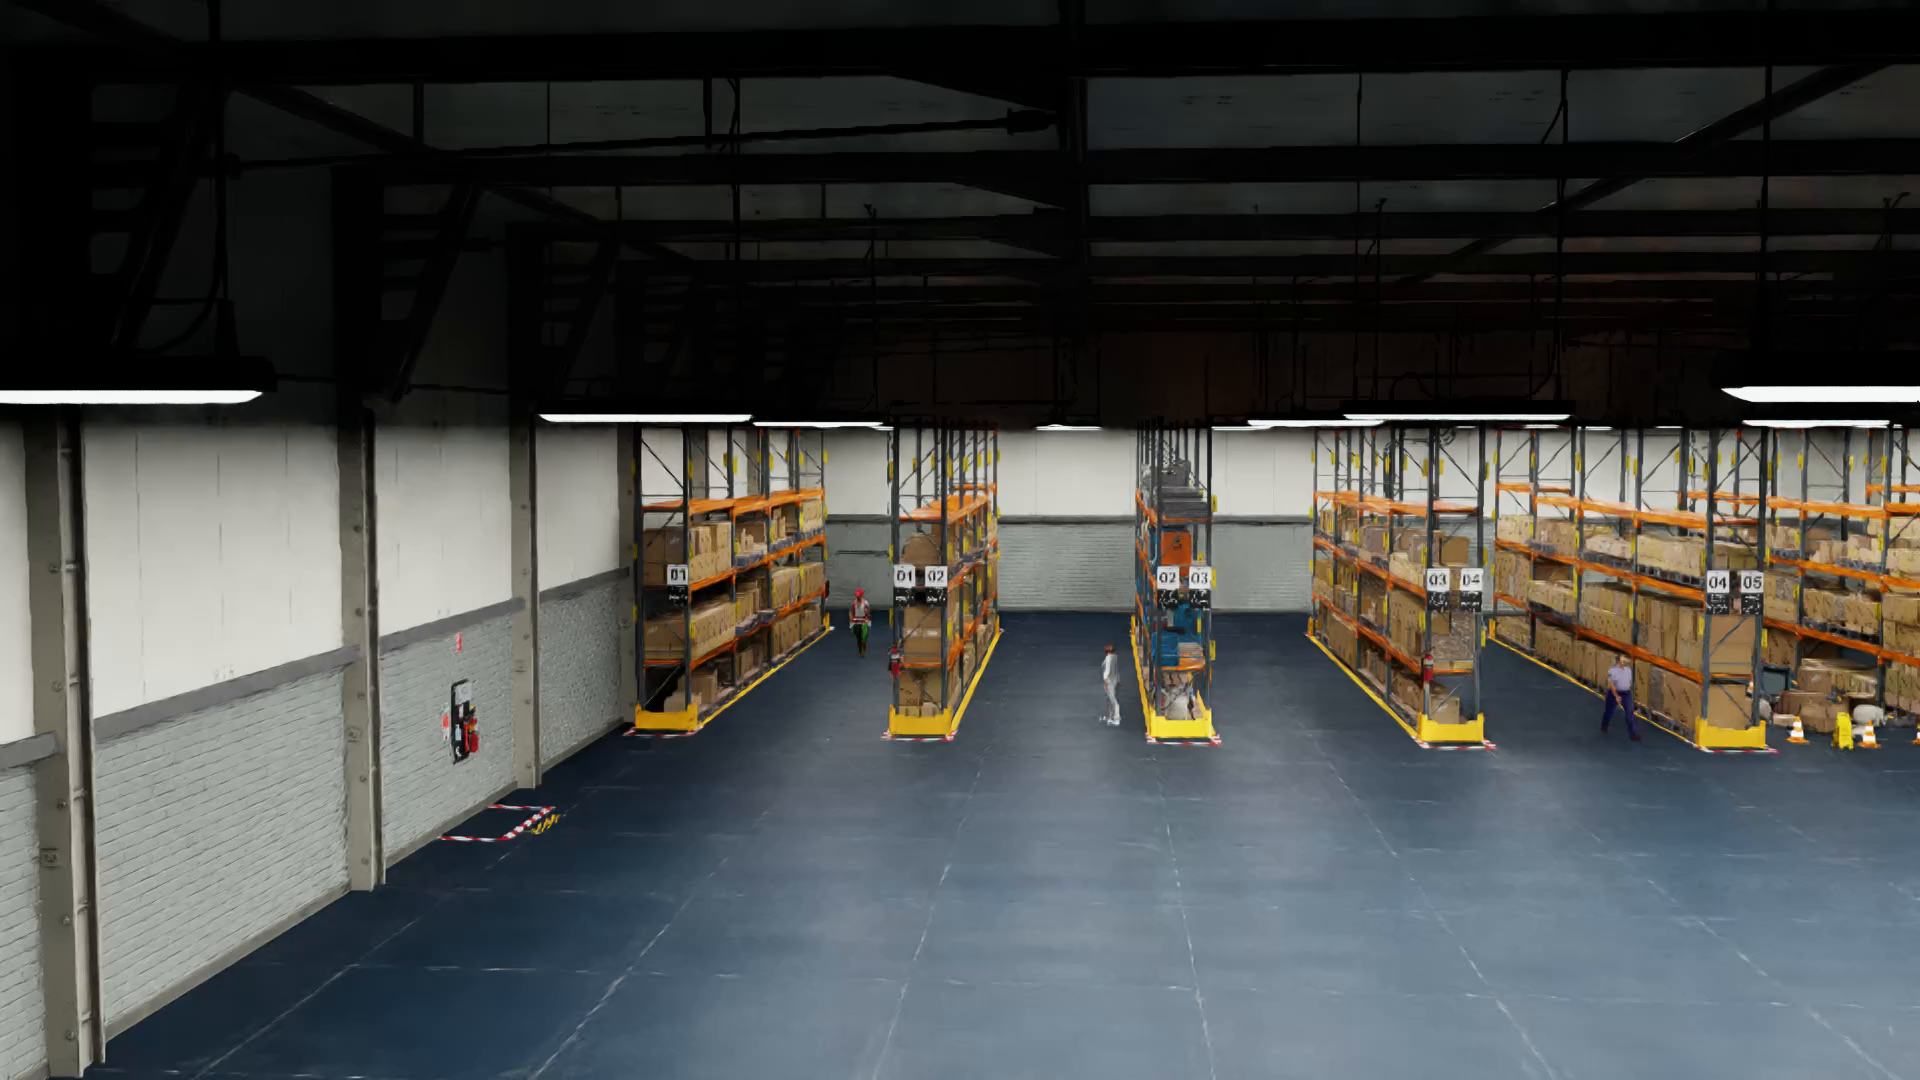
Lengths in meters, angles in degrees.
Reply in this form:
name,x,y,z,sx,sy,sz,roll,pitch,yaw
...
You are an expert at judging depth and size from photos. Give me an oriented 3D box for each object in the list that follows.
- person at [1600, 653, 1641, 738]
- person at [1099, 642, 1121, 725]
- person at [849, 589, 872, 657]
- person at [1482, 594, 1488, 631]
name,x,y,z,sx,sy,sz,roll,pitch,yaw
person,12.322,2.897,31.074,0.477,1.567,0.999,0,4,-4
person,2.929,2.795,32.504,0.512,1.582,0.515,2,4,23
person,-2.550,2.092,42.307,0.553,1.709,1.123,0,4,7
person,14.708,1.793,47.332,0.513,1.664,0.561,-3,5,-37
